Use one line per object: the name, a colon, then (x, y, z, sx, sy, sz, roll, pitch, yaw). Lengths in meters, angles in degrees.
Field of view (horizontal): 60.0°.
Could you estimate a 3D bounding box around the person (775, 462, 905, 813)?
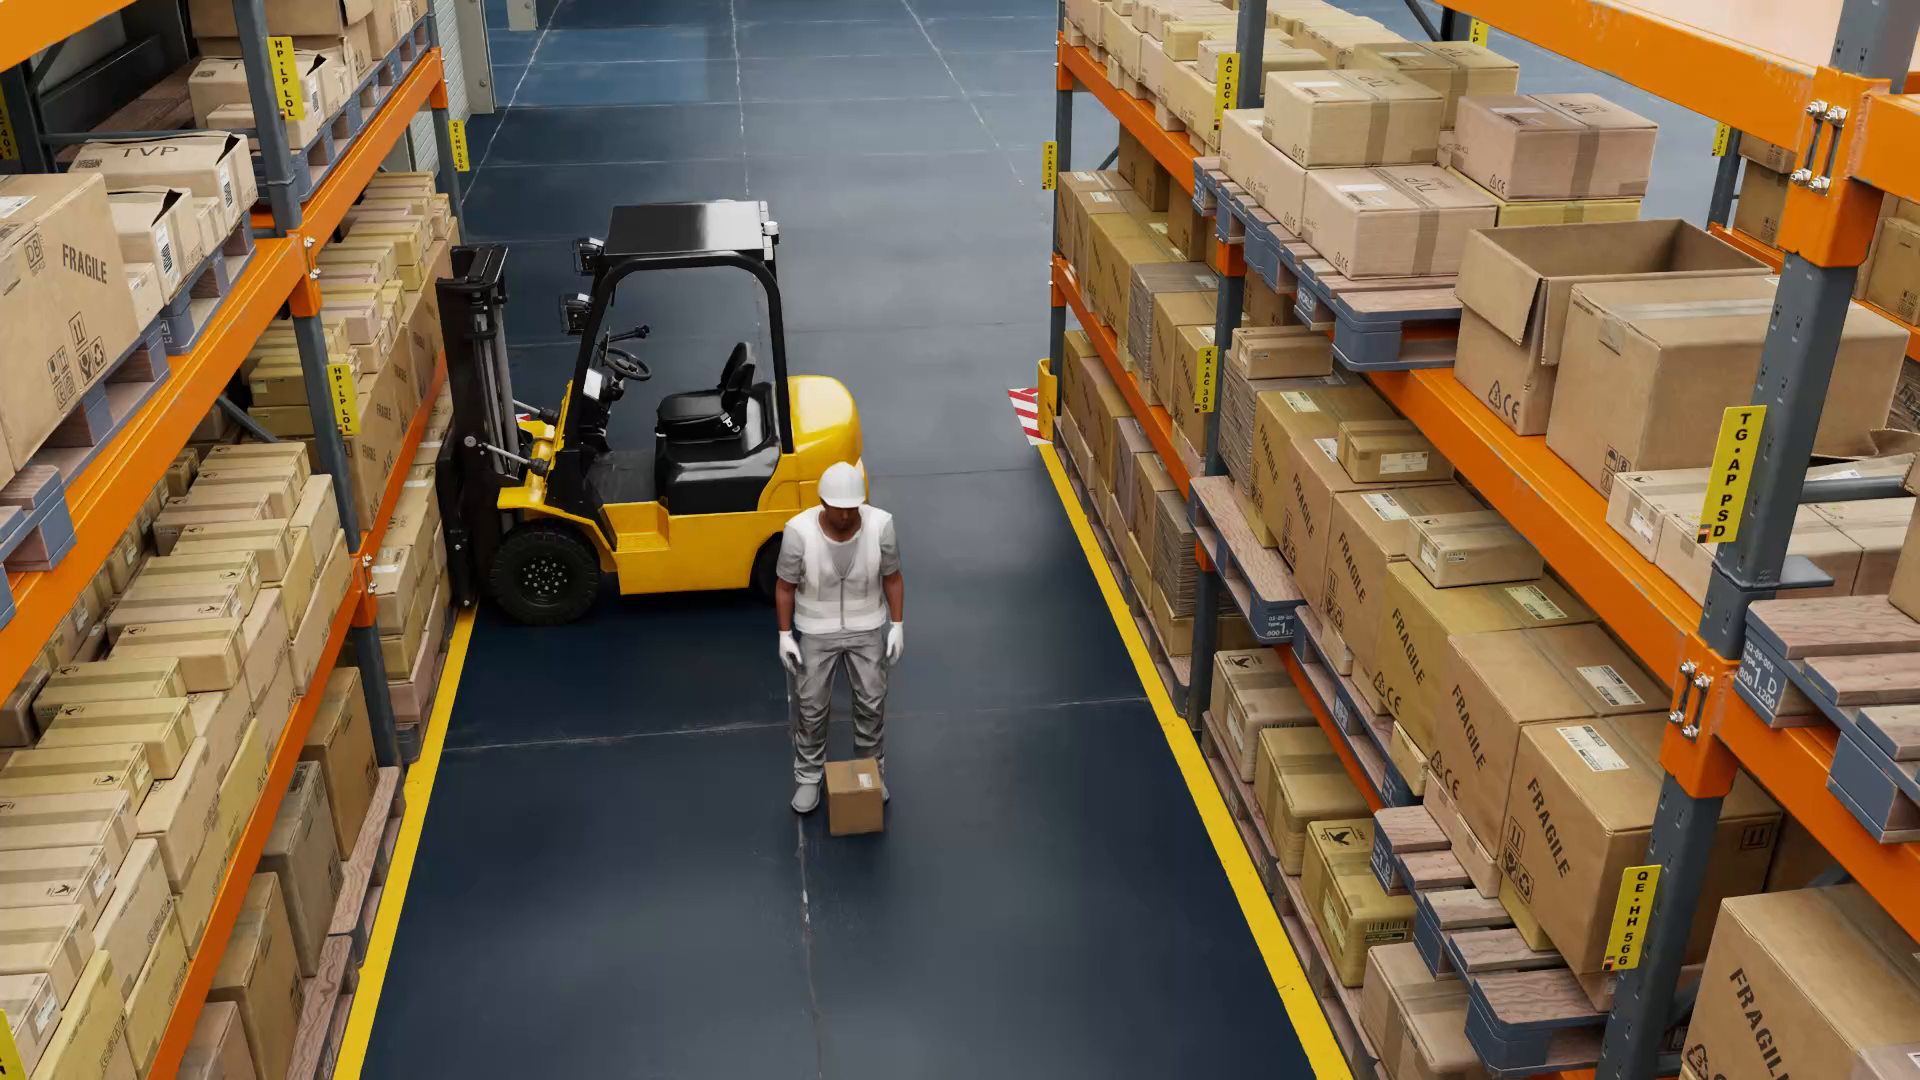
person: (-0.550, 0.437, 7.745, 0.598, 1.774, 0.442, -5, 27, -9)
